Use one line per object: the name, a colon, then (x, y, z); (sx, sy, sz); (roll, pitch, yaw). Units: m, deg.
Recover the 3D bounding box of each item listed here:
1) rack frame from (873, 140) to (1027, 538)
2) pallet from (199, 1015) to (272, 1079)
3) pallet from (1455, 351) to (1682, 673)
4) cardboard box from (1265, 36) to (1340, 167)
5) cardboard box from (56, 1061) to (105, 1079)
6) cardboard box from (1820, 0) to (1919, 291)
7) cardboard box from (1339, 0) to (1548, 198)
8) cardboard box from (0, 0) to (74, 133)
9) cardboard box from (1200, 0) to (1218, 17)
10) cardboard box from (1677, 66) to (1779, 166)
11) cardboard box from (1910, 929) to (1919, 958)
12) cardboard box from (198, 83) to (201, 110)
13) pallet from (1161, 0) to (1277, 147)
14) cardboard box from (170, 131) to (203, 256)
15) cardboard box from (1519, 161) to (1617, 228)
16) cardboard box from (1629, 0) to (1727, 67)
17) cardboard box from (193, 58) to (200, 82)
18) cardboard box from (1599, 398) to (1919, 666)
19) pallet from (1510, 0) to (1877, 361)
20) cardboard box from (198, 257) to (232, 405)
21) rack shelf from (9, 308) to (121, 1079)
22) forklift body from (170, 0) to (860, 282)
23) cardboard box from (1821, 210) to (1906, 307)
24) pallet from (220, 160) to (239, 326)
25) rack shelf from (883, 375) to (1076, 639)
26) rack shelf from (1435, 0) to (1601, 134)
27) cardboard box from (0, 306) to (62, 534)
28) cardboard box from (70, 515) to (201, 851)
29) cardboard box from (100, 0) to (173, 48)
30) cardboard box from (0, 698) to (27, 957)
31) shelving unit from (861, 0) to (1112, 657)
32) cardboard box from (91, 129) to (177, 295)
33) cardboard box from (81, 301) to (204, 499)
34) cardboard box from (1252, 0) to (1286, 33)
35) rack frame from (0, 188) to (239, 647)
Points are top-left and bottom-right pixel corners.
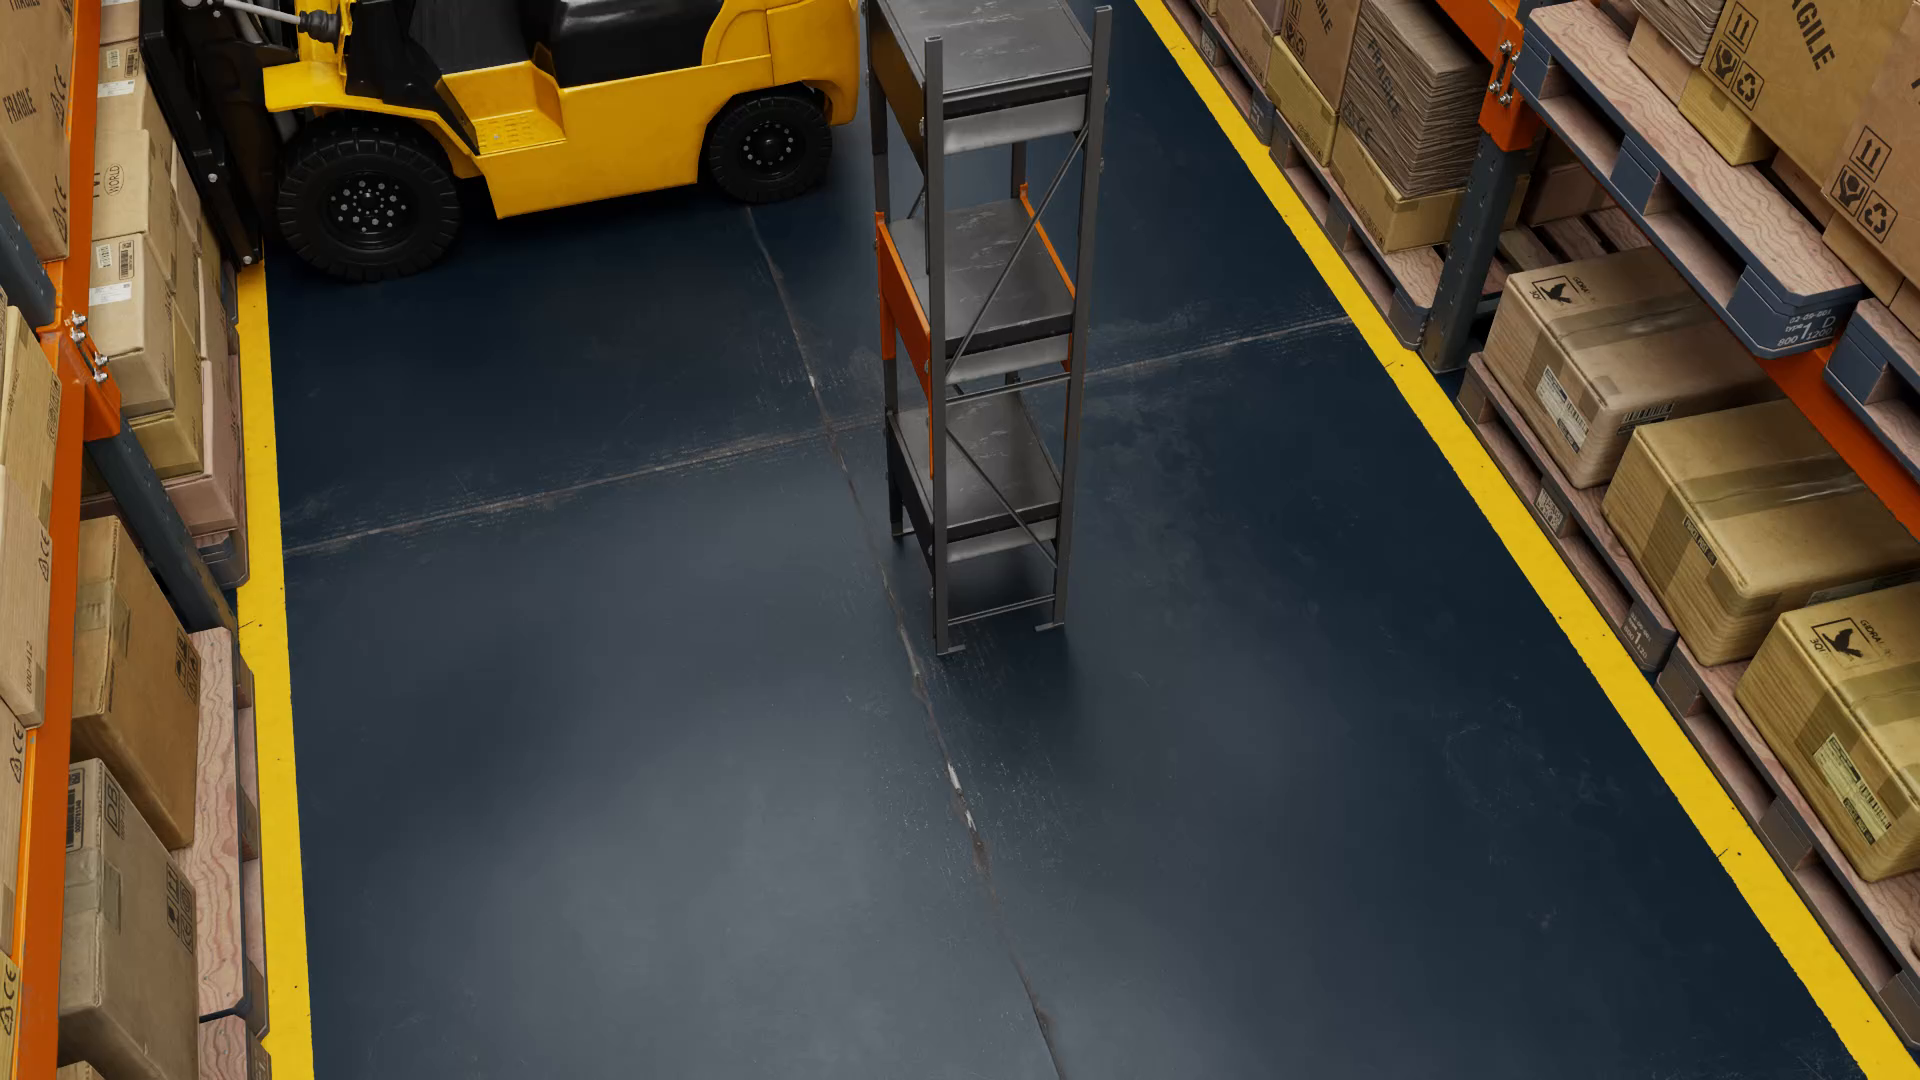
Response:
rack frame: (-0.023, -0.734, 4.496); (0.400, 2.100, 0.015); (-13, 51, -11)
pallet: (-2.029, 1.758, 3.630); (1.003, 0.211, 1.213); (-13, 51, -11)
pallet: (2.323, -0.220, 5.298); (1.003, 0.211, 1.213); (-13, 51, -11)
cardboard box: (1.493, -1.694, 6.240); (0.500, 0.250, 0.500); (-15, 51, -12)
cardboard box: (-2.037, 1.563, 3.249); (0.875, 0.625, 0.625); (-15, 52, -12)
cardboard box: (2.238, -0.814, 3.439); (0.500, 0.500, 0.500); (-14, 51, -11)
cardboard box: (1.660, -1.550, 5.628); (0.500, 0.500, 0.500); (-14, 51, -11)
cardboard box: (-2.700, -1.354, 4.365); (0.500, 0.500, 0.500); (-13, 51, -10)
cardboard box: (1.200, -2.436, 6.866); (0.500, 0.250, 0.500); (-10, 51, -9)
cardboard box: (2.019, -1.082, 4.090); (0.380, 0.149, 0.250); (-12, 51, -10)
cardboard box: (2.891, 0.994, 3.894); (0.950, 0.372, 0.625); (-14, 51, -12)
cardboard box: (-2.939, -1.354, 5.953); (0.500, 0.250, 0.500); (-12, 51, -10)
pallet: (1.495, -2.164, 6.936); (1.003, 0.211, 1.213); (-13, 51, -11)
cardboard box: (-2.785, -1.133, 5.440); (0.500, 0.250, 0.500); (-14, 51, -11)
cardboard box: (2.175, -1.428, 6.016); (0.500, 0.250, 0.500); (-15, 52, -13)
cardboard box: (1.957, -1.544, 4.055); (0.500, 0.500, 0.500); (-12, 51, -10)
cardboard box: (-3.078, -1.868, 6.060); (0.500, 0.250, 0.500); (-14, 51, -12)
cardboard box: (2.465, -0.069, 4.790); (0.950, 0.372, 0.625); (-10, 51, -9)
pallet: (2.179, -1.035, 4.286); (1.003, 0.211, 1.213); (-13, 51, -11)
cardboard box: (-2.640, -0.607, 5.324); (0.500, 0.250, 0.500); (-14, 51, -12)
rack shelf: (-2.057, 1.130, 2.806); (1.077, 0.370, 4.000); (-13, 51, -11)
forklift body: (-1.528, -2.238, 5.730); (2.313, 2.155, 1.214); (-13, 51, -11)
cardboard box: (2.212, -0.695, 3.764); (0.380, 0.149, 0.250); (-13, 51, -10)
pallet: (-3.208, -1.147, 6.078); (1.003, 0.211, 1.213); (-13, 51, -11)
rack shelf: (0.049, -0.096, 4.891); (0.431, 0.518, 0.480); (-13, 51, -11)
rack shelf: (1.500, -2.916, 6.217); (1.077, 0.370, 4.000); (-13, 51, -11)
cardboard box: (-2.250, -0.205, 3.559); (0.500, 0.250, 0.500); (-12, 51, -10)
cardboard box: (-2.484, 0.446, 4.190); (0.875, 0.625, 0.625); (-11, 51, -9)
cardboard box: (-2.940, -1.680, 5.574); (0.500, 0.250, 0.500); (-14, 51, -12)
cardboard box: (-1.978, 0.530, 2.939); (0.500, 0.250, 0.500); (-13, 51, -11)
shelving unit: (0.049, -0.556, 4.345); (0.431, 2.100, 0.503); (-13, 51, -11)
cardboard box: (-2.634, -0.934, 4.945); (0.500, 0.250, 0.500); (-13, 51, -11)
cardboard box: (-2.497, -0.396, 4.818); (0.500, 0.250, 0.500); (-14, 51, -11)
cardboard box: (1.356, -2.293, 6.255); (0.500, 0.500, 0.500); (-11, 51, -9)
rack frame: (-2.649, -0.562, 3.762); (1.000, 3.000, 0.127); (-13, 51, -11)
